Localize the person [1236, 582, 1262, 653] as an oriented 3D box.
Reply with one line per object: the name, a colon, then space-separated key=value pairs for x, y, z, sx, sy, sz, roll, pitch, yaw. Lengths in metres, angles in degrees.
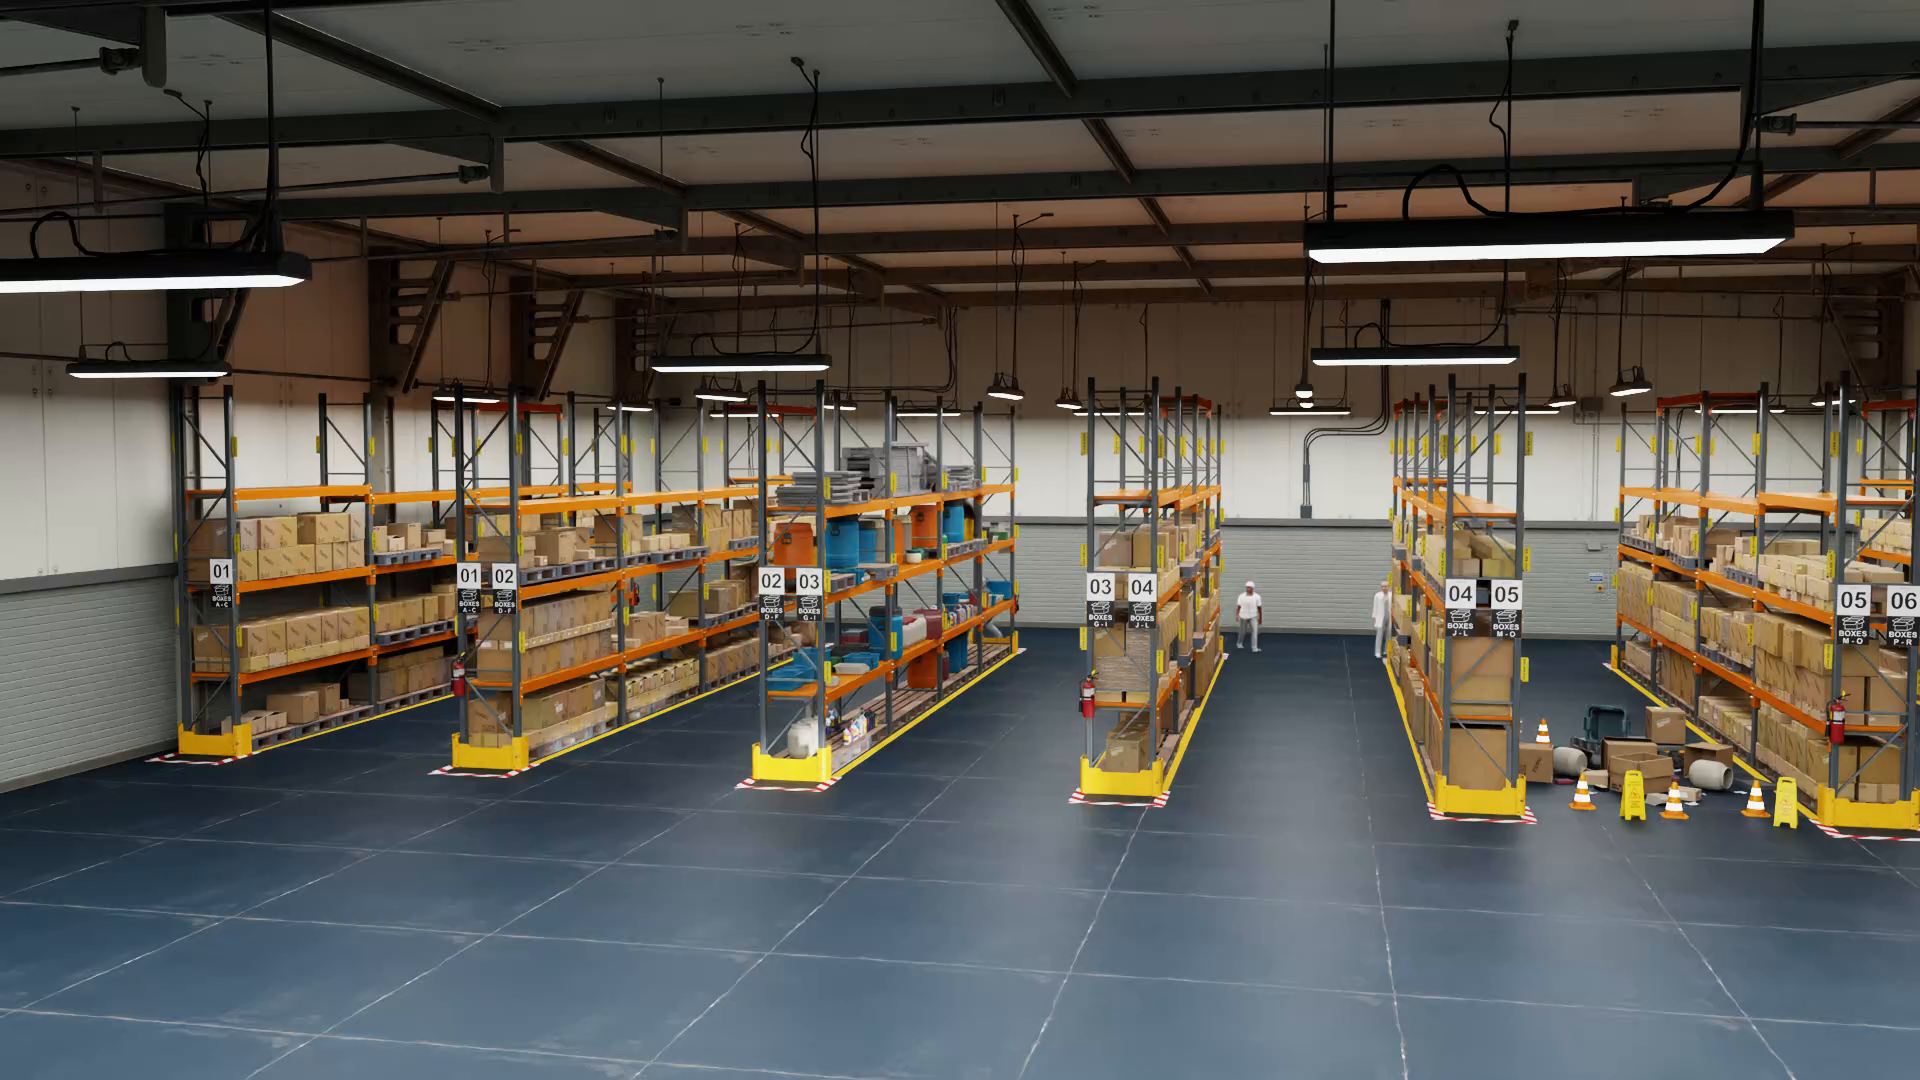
person: x=7.037 y=1.879 z=40.538 sx=0.678 sy=1.730 sz=1.019 roll=-1 pitch=3 yaw=-11

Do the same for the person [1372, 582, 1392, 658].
person: x=10.186 y=1.871 z=39.763 sx=0.635 sy=1.759 sz=0.436 roll=1 pitch=3 yaw=11

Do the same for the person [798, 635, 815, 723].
person: x=-2.788 y=2.530 z=30.034 sx=0.356 sy=1.630 sz=0.514 roll=2 pitch=4 yaw=27

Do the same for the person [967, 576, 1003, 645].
person: x=0.604 y=1.782 z=41.911 sx=0.998 sy=1.743 sz=0.614 roll=-3 pitch=4 yaw=-41

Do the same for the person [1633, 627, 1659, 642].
person: x=15.898 y=1.944 z=38.565 sx=0.978 sy=1.728 sz=0.599 roll=2 pitch=4 yaw=34
